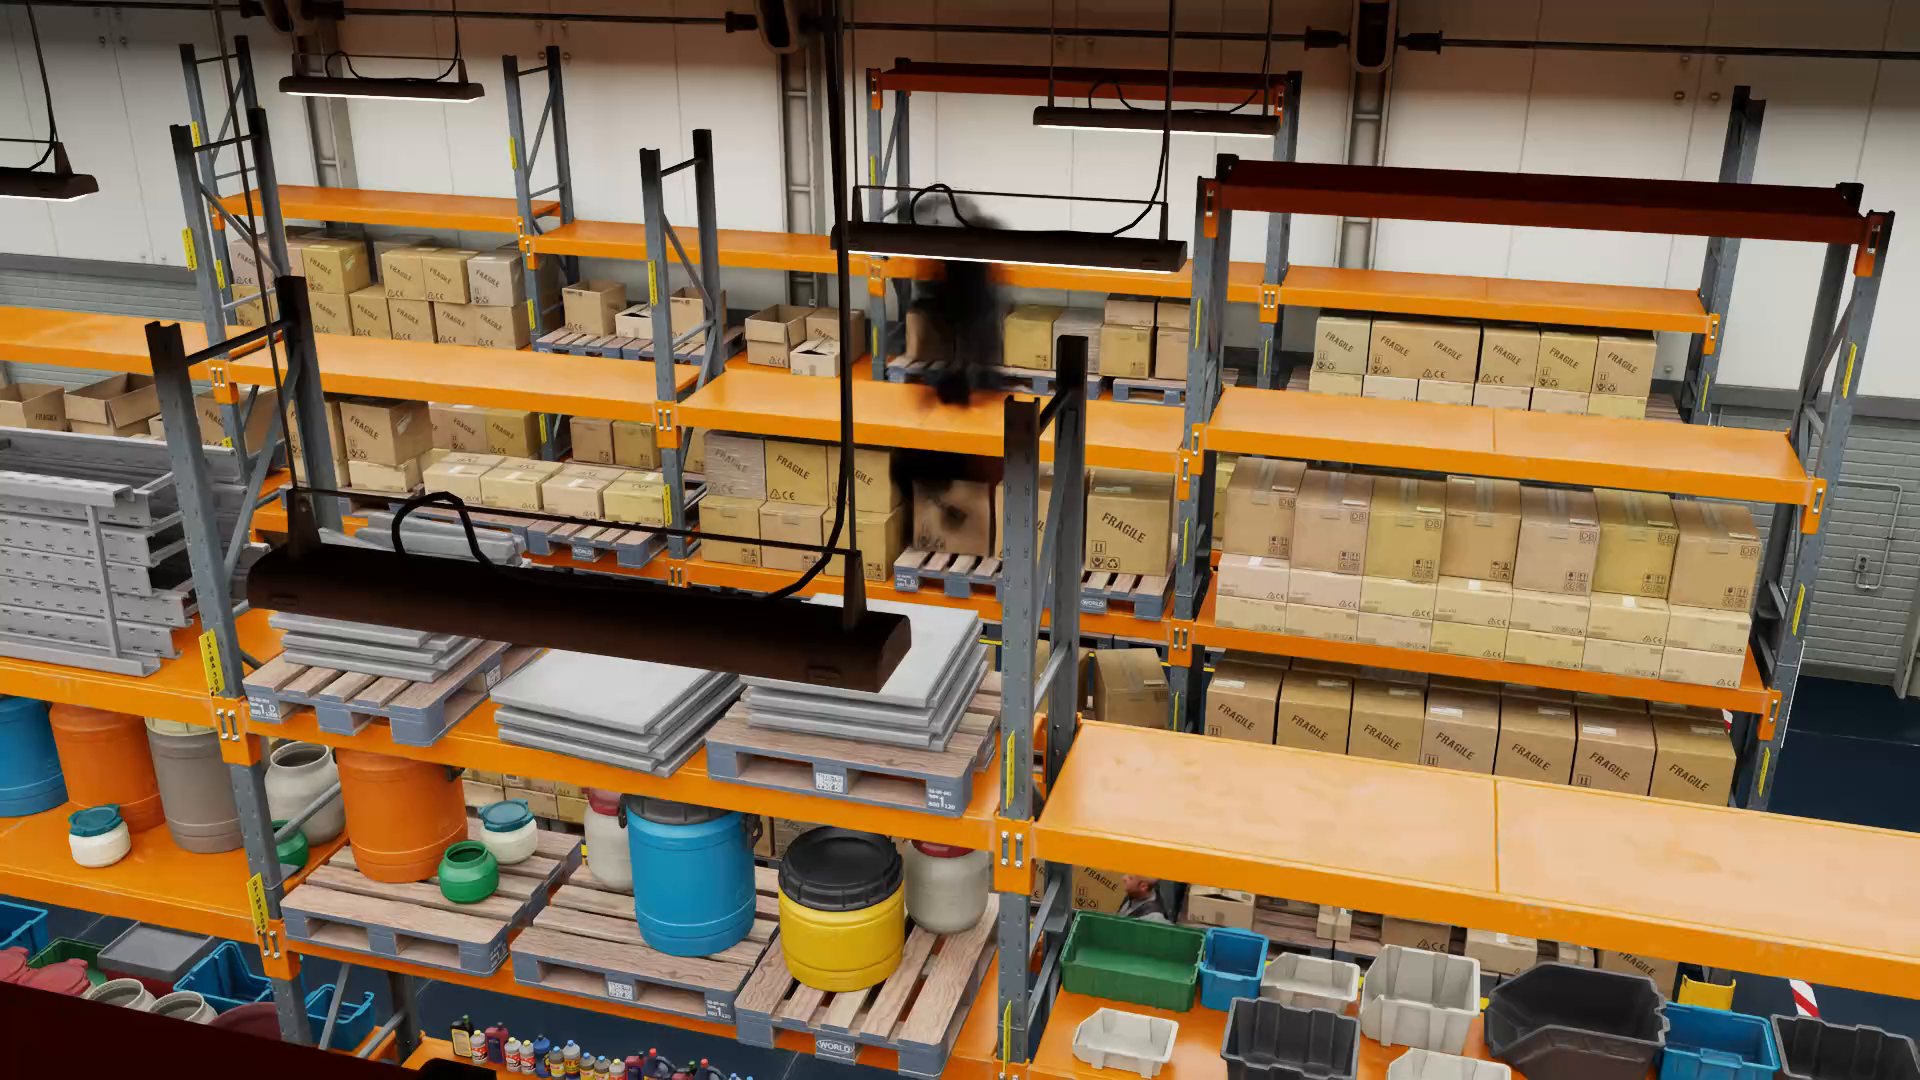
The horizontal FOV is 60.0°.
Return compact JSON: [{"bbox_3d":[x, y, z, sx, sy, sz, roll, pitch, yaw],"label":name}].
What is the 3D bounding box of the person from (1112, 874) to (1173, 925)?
[{"bbox_3d":[1.192,2.856,10.882,0.885,1.756,0.643,2,23,4],"label":"person"}]
